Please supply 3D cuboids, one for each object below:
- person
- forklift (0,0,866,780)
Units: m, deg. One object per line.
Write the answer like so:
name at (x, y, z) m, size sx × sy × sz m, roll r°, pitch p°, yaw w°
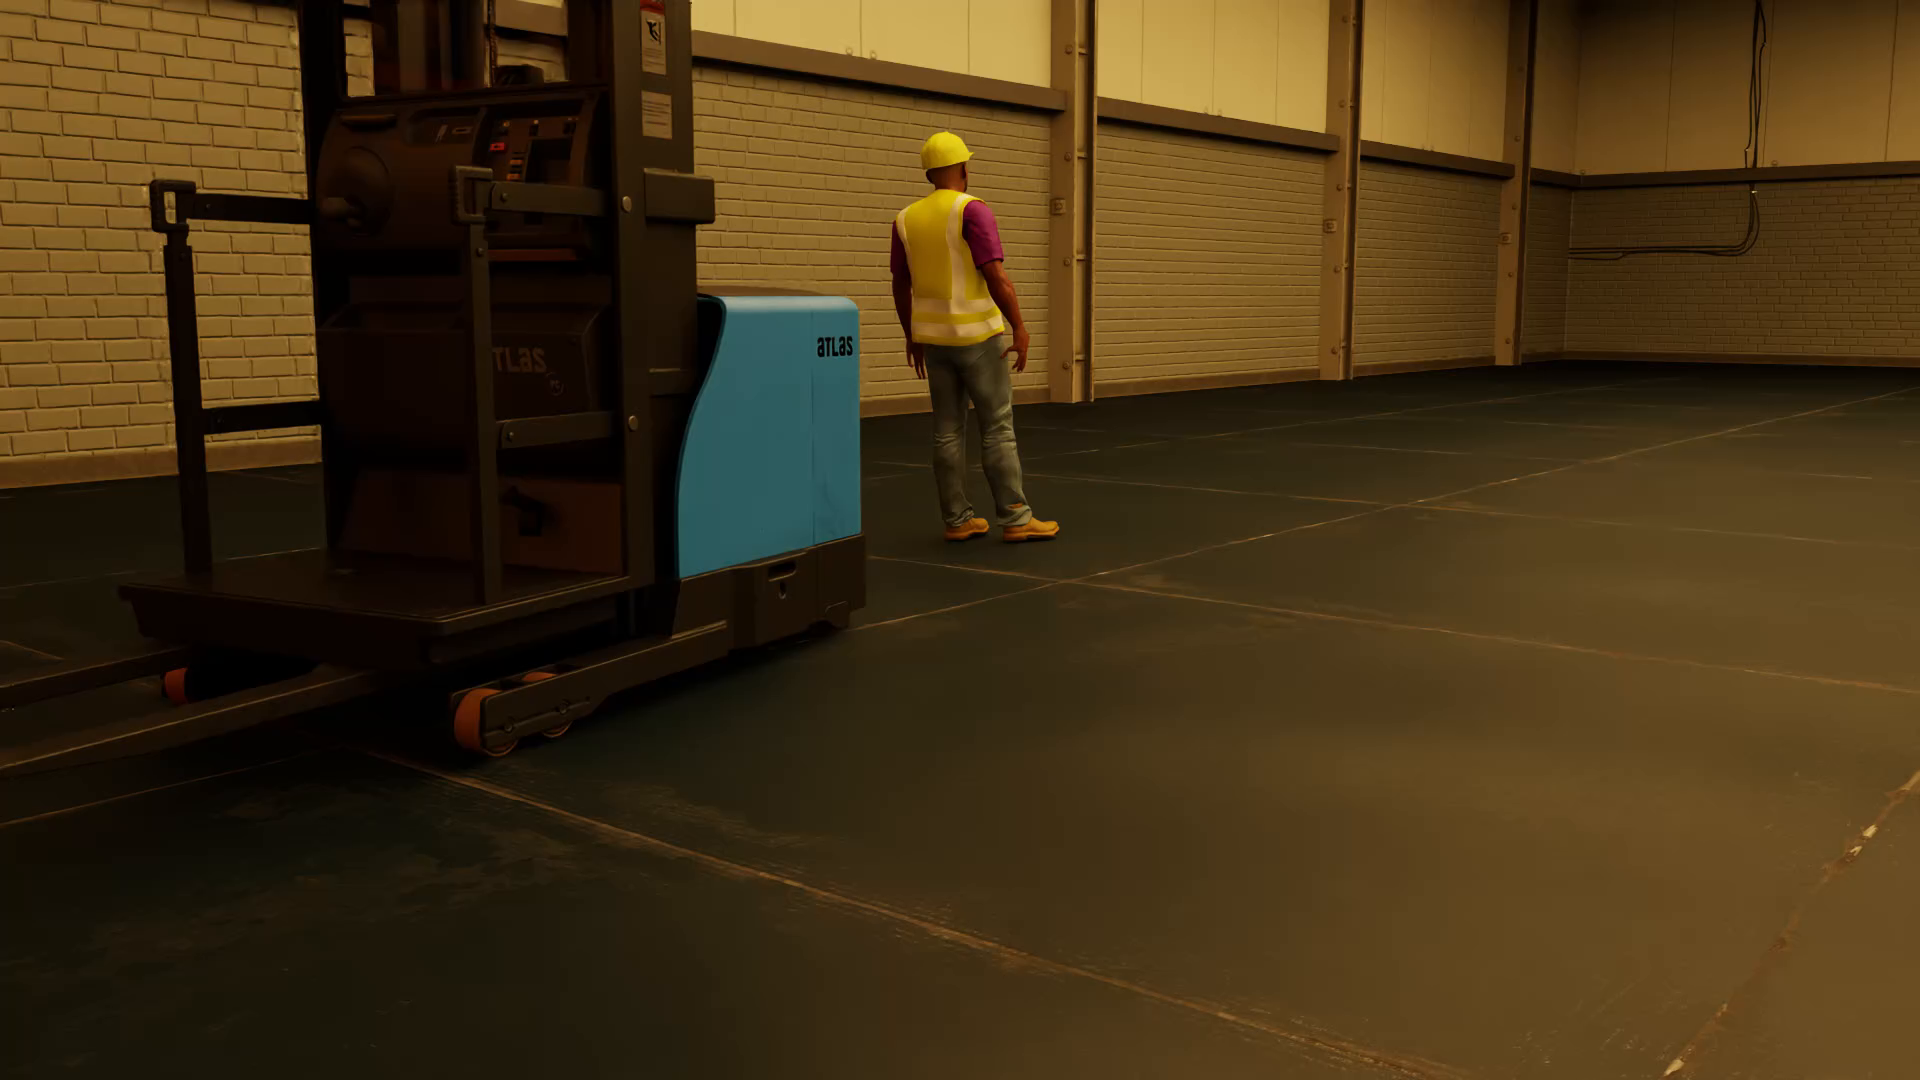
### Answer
person at (0.048, -0.888, 7.327) m, size 0.666 × 1.768 × 0.575 m, roll 7°, pitch 11°, yaw 38°
forklift at (-1.426, -1.011, 4.191) m, size 1.130 × 2.935 × 3.031 m, roll 4°, pitch 9°, yaw 27°
